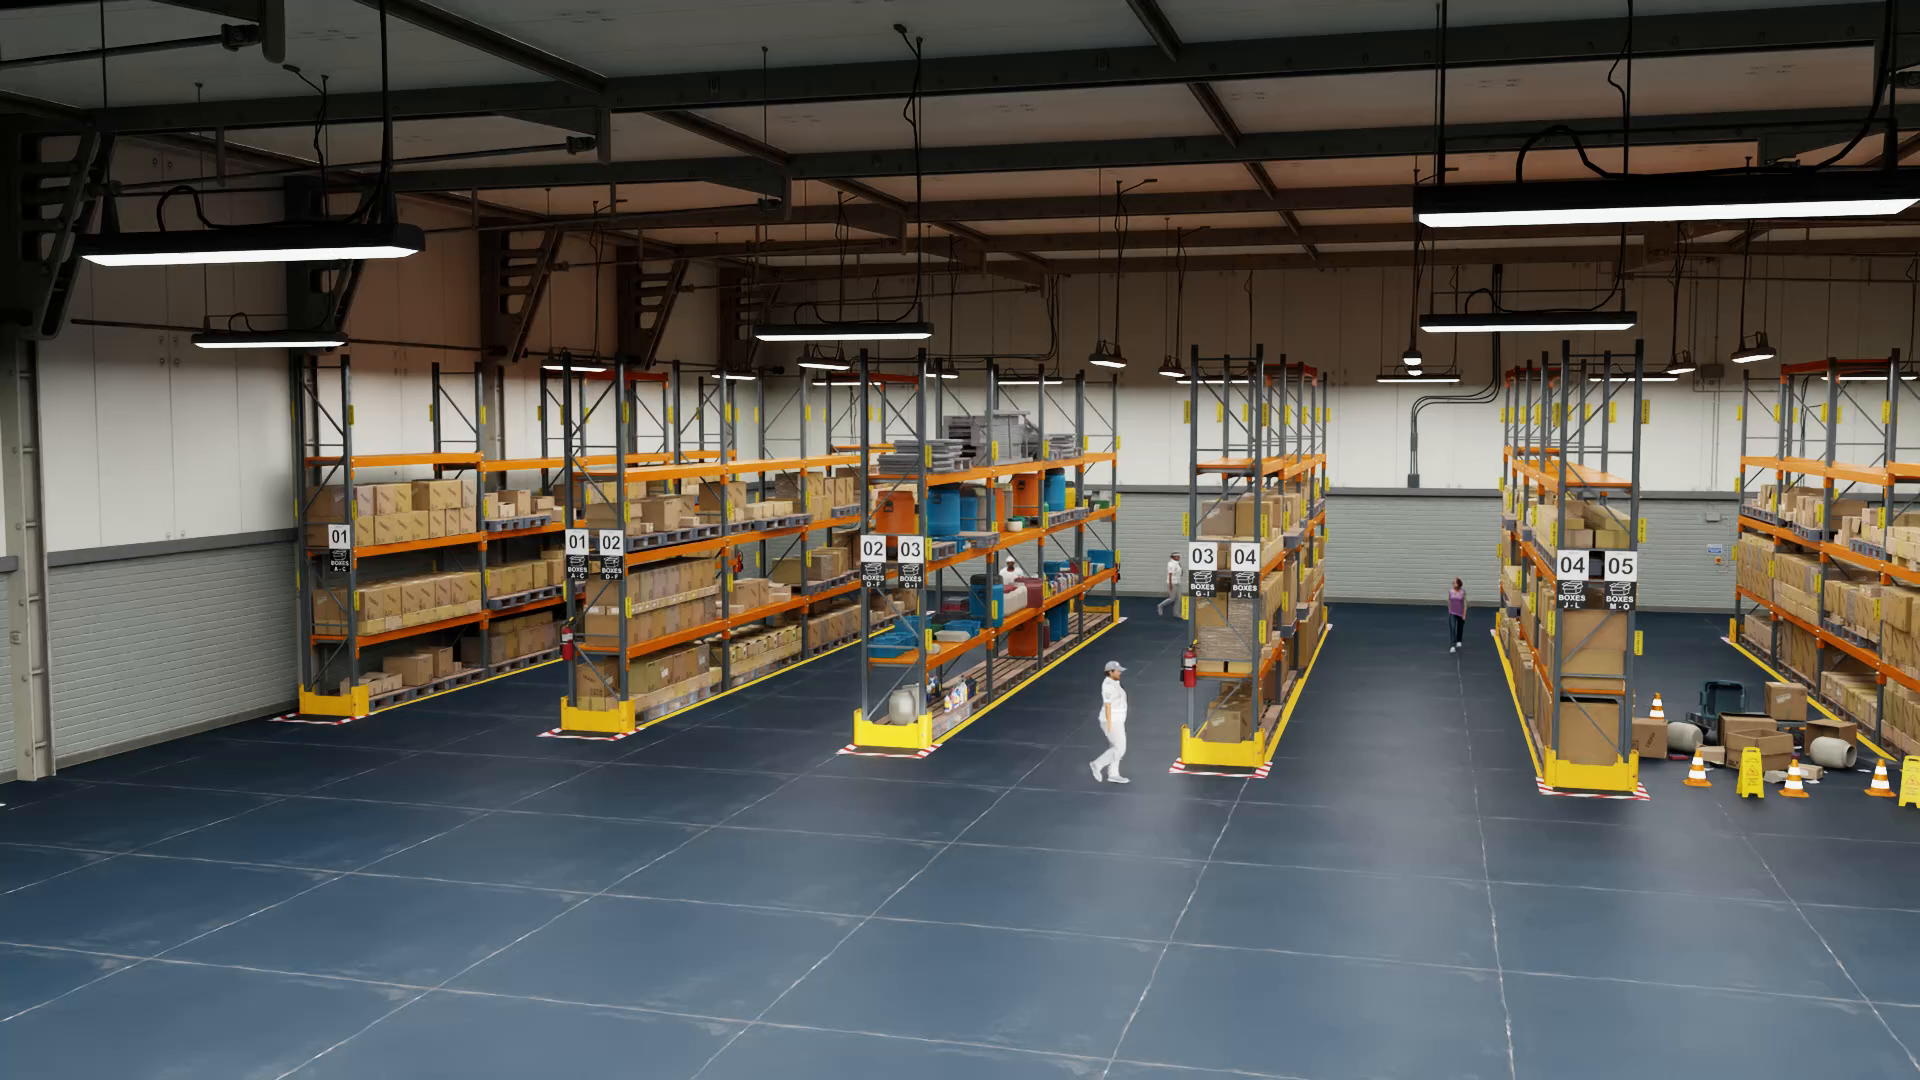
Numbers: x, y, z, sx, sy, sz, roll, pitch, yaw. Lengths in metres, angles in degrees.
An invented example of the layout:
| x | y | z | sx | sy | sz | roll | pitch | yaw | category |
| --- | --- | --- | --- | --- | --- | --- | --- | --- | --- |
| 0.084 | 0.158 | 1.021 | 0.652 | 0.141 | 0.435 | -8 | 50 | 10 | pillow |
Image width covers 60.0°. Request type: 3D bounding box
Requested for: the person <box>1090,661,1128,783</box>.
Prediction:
| x | y | z | sx | sy | sz | roll | pitch | yaw | category |
| --- | --- | --- | --- | --- | --- | --- | --- | --- | --- |
| 2.030 | 2.468 | 22.543 | 0.512 | 1.656 | 0.501 | 1 | 4 | 12 | person |

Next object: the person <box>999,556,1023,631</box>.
| x | y | z | sx | sy | sz | roll | pitch | yaw | category |
| --- | --- | --- | --- | --- | --- | --- | --- | --- | --- |
| 1.148 | 1.229 | 38.675 | 0.601 | 1.704 | 1.077 | 1 | 5 | 19 | person |

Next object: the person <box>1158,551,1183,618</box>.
| x | y | z | sx | sy | sz | roll | pitch | yaw | category |
| --- | --- | --- | --- | --- | --- | --- | --- | --- | --- |
| 5.226 | 1.091 | 41.042 | 0.629 | 1.654 | 0.501 | 3 | 5 | 30 | person |

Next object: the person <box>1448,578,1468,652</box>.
| x | y | z | sx | sy | sz | roll | pitch | yaw | category |
| --- | --- | --- | --- | --- | --- | --- | --- | --- | --- |
| 10.530 | 1.569 | 35.193 | 0.399 | 1.540 | 0.972 | 1 | 4 | 15 | person |
